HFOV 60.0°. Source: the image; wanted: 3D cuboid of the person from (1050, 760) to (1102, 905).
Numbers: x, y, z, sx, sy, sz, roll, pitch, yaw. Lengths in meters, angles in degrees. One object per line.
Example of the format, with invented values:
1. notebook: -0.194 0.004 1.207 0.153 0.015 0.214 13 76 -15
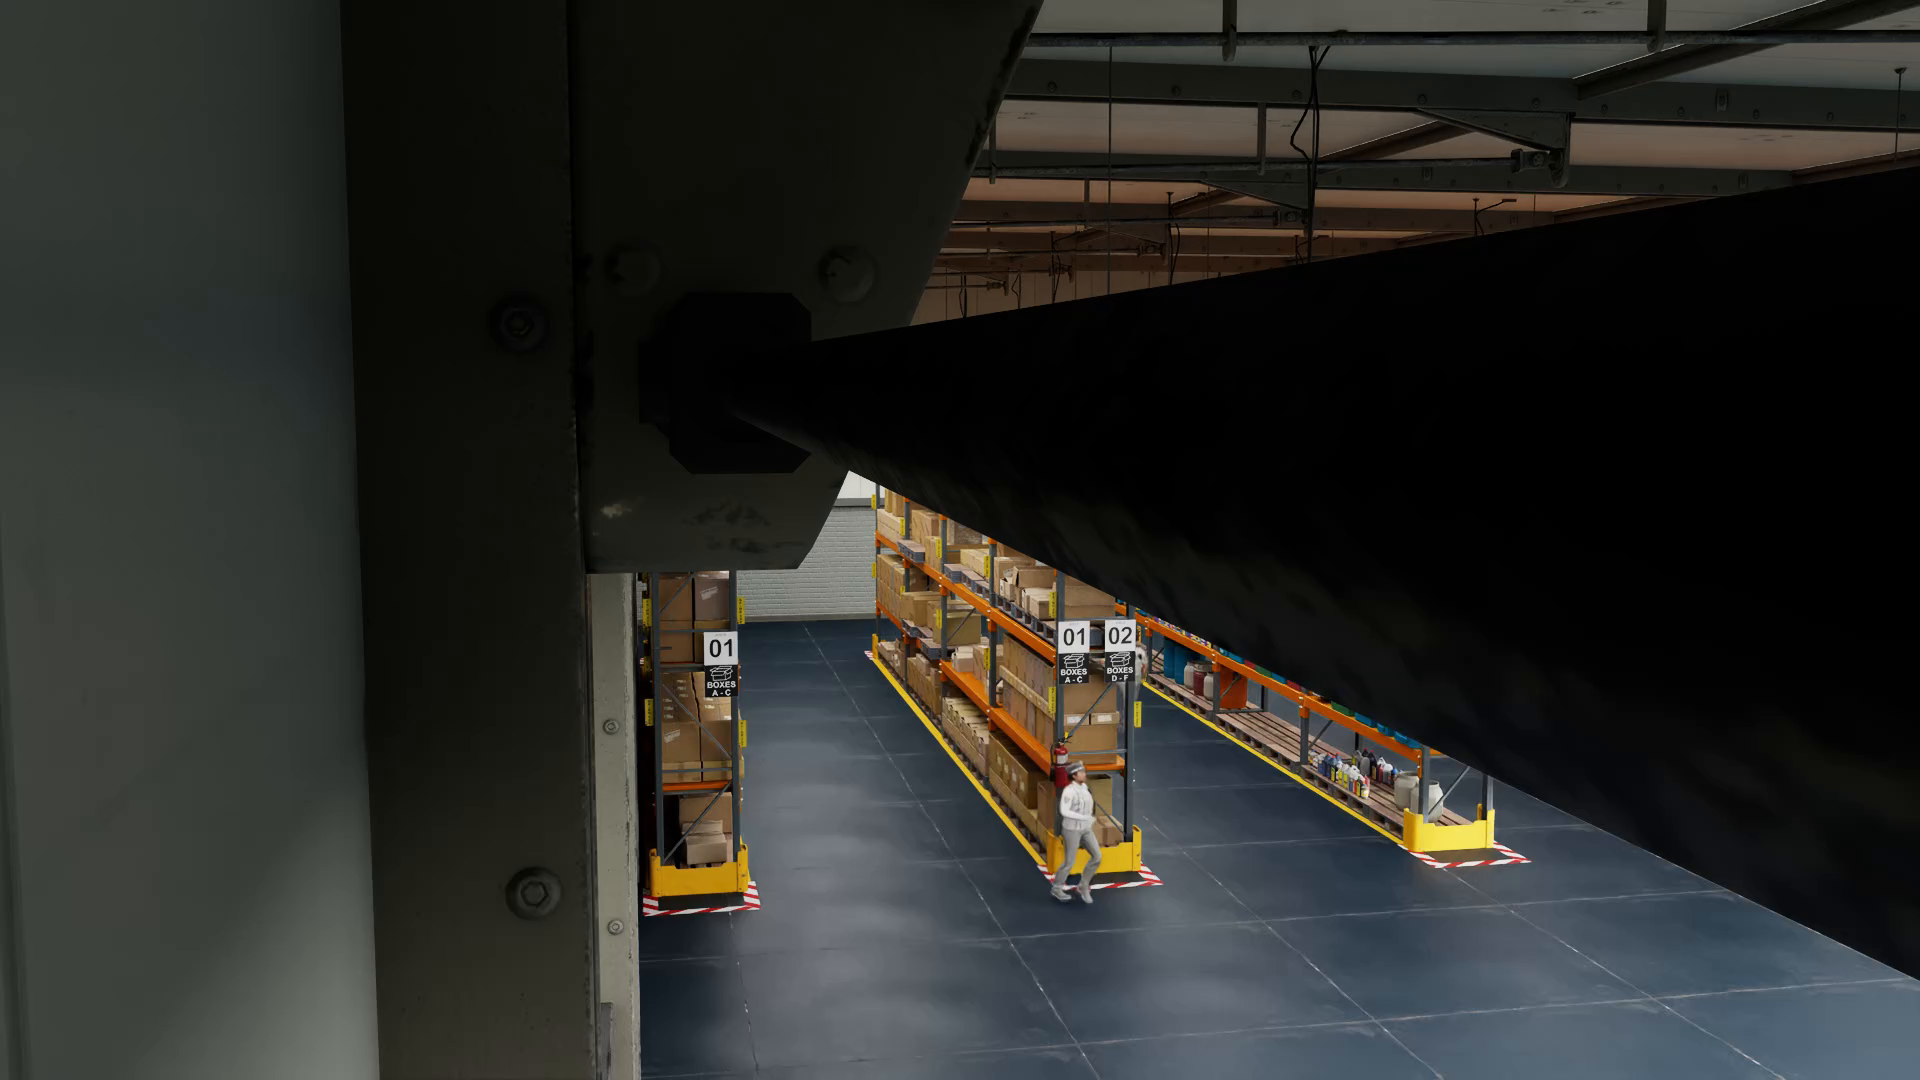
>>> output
1. person: 1.416 3.464 19.780 0.599 1.717 0.630 5 8 39

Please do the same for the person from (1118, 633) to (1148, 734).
1. person: 2.968 2.497 28.919 0.627 1.815 0.826 -3 6 -24
